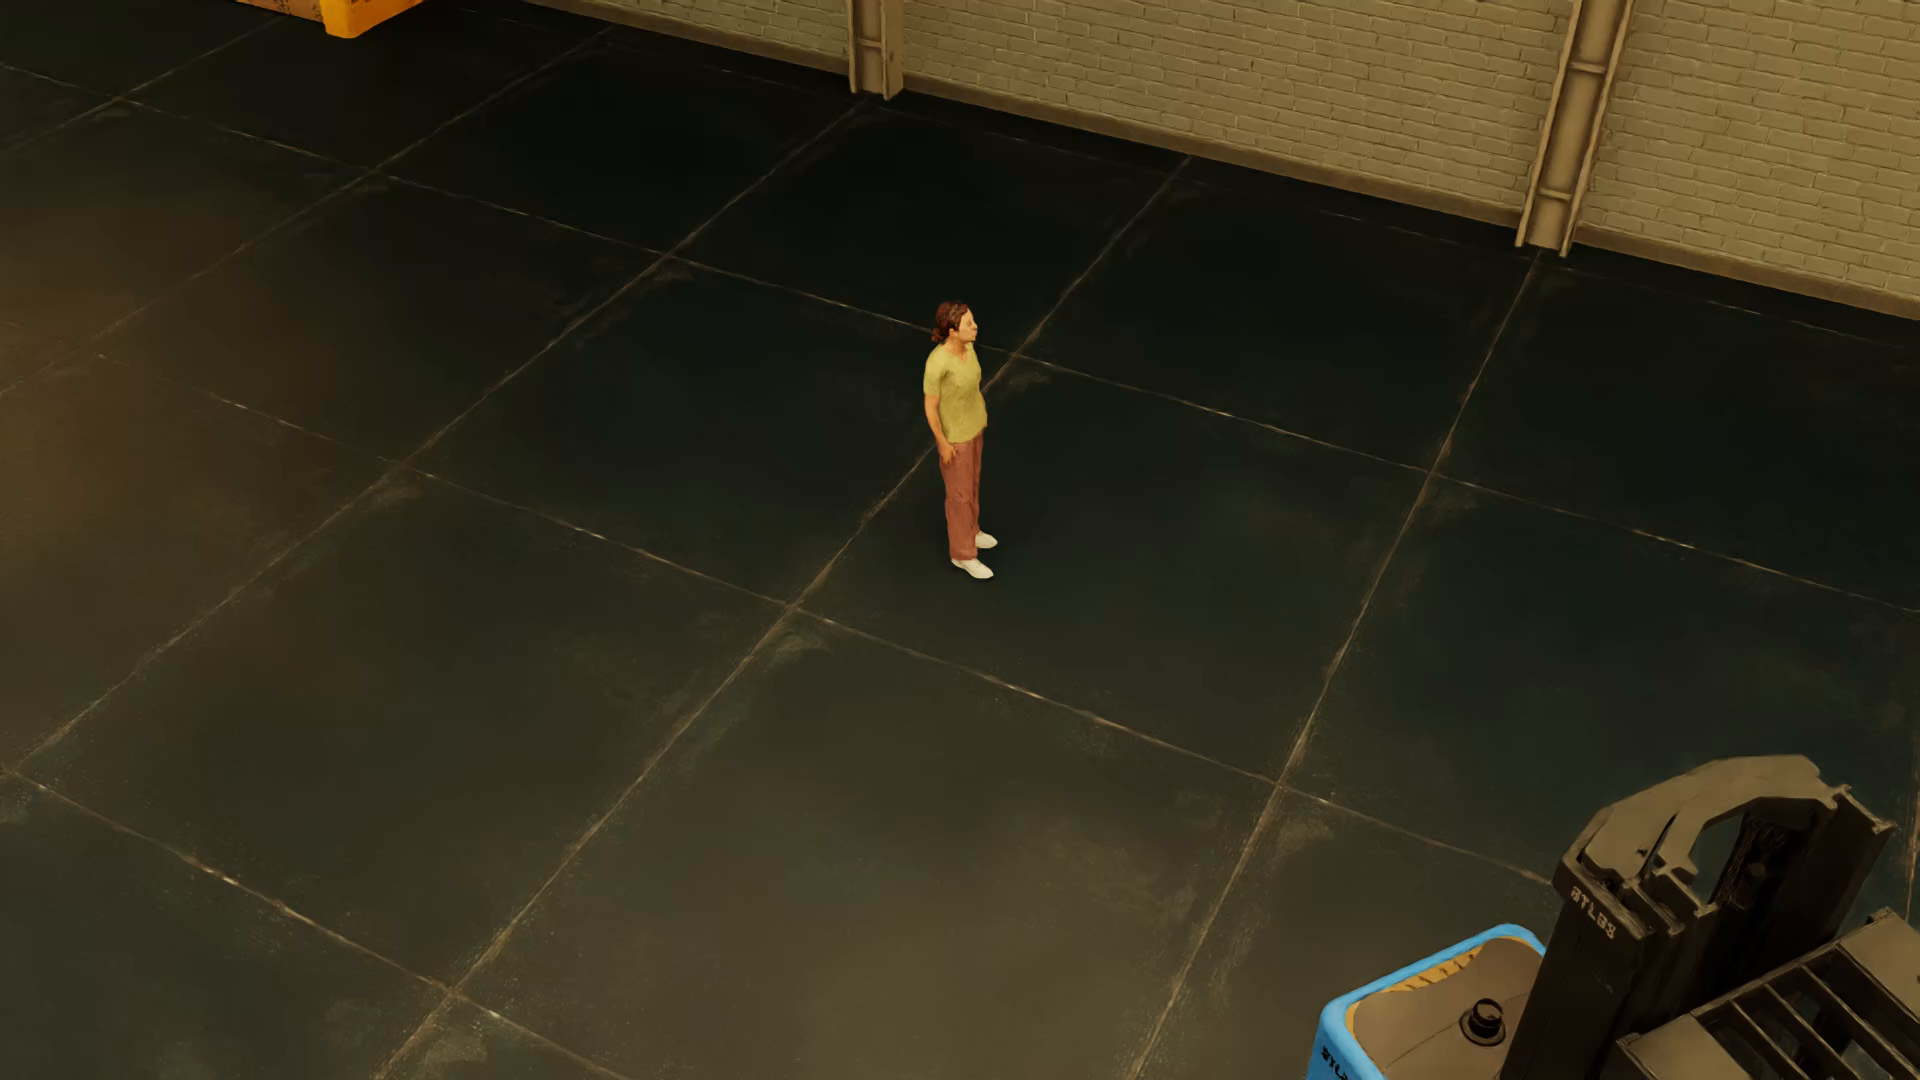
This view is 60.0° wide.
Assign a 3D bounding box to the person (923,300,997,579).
[{"bbox_3d":[0.061,-0.618,9.684,0.548,1.674,0.554,18,43,21],"label":"person"}]

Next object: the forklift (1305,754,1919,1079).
[{"bbox_3d":[2.479,2.230,5.339,1.130,2.935,3.031,-17,43,-19],"label":"forklift"}]
